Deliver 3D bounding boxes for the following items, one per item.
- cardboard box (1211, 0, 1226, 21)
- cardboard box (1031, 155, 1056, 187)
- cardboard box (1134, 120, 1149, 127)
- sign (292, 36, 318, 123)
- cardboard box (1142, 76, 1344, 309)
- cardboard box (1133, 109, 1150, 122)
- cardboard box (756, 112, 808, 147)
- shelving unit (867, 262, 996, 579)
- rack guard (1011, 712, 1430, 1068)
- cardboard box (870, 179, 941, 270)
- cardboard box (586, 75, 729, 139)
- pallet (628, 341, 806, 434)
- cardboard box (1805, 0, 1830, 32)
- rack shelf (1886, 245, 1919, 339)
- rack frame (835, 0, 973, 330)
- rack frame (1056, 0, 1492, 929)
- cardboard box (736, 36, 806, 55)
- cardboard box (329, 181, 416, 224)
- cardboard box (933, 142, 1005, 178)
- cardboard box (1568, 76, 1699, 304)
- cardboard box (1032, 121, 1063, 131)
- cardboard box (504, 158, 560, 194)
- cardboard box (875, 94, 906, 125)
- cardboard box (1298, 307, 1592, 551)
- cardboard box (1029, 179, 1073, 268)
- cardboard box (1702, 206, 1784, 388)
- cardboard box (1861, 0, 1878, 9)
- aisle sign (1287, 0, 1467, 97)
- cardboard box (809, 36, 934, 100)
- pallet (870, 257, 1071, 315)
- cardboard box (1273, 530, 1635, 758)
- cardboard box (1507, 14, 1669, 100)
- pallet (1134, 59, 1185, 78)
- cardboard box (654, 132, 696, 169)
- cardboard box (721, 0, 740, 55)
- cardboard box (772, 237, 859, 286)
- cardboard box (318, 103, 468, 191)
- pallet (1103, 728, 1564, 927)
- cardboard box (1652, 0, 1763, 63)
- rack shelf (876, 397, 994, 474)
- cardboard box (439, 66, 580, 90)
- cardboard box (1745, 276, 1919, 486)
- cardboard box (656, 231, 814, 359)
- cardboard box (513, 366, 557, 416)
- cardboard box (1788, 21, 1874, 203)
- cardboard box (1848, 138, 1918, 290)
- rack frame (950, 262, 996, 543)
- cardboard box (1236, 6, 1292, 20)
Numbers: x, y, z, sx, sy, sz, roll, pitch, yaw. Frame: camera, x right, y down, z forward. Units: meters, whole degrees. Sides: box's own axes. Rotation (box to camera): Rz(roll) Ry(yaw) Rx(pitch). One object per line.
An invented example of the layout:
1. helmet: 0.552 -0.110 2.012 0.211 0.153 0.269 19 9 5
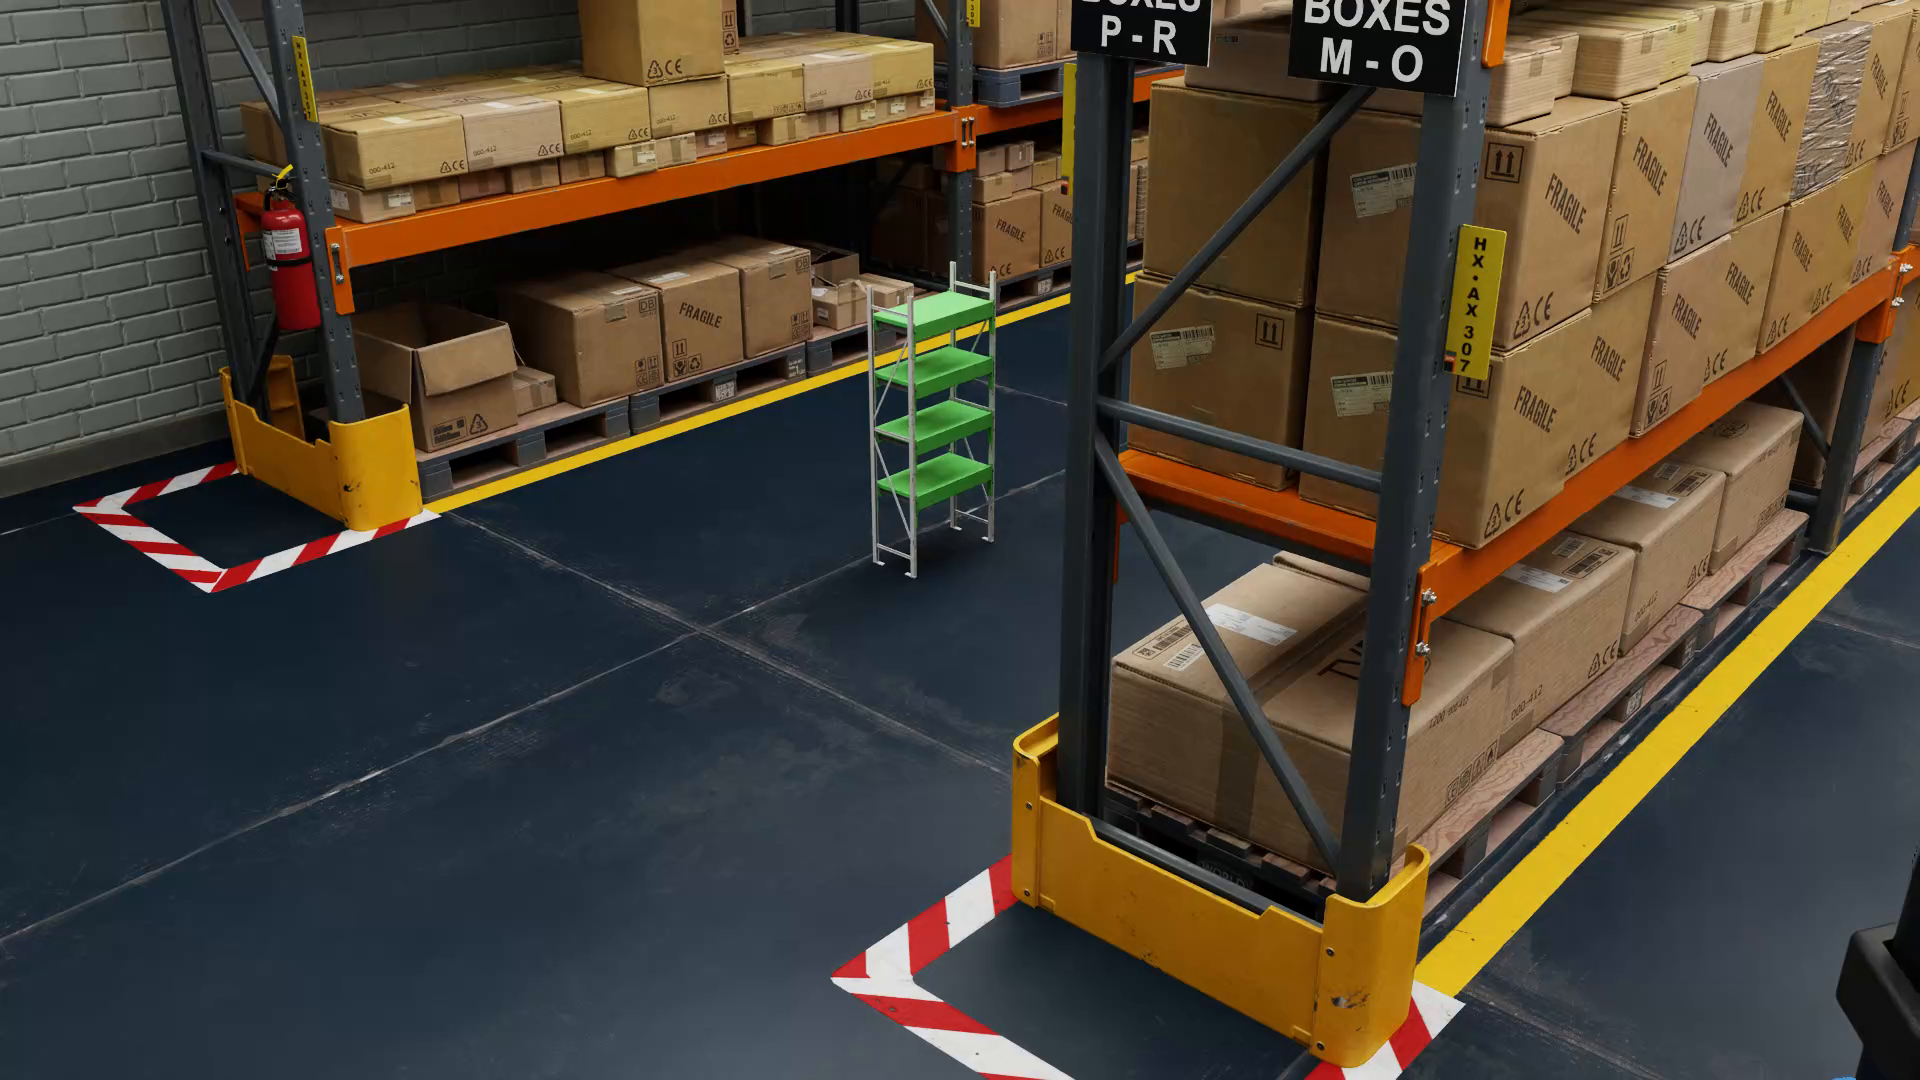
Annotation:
1. cardboard box: 1.379 -3.711 11.221 0.797 0.503 0.637 19 31 36
2. cardboard box: 0.389 -2.372 10.623 0.380 0.149 0.250 18 30 35
3. cardboard box: 1.446 -2.844 11.675 0.380 0.149 0.250 20 31 37
4. sign: -2.604 -1.830 6.606 0.100 0.325 0.005 20 31 38
5. cardboard box: 0.835 -0.942 4.341 0.500 0.500 0.500 21 32 39
6. cardboard box: 1.197 -3.065 12.168 0.380 0.149 0.250 18 30 35
7. cardboard box: -1.021 -2.192 8.779 0.380 0.149 0.250 20 31 37
8. shelving unit: -0.110 -0.497 6.892 0.258 1.200 0.503 20 31 38
9. rack guard: 0.675 0.919 4.589 1.175 0.500 0.348 20 31 38
10. cardboard box: -0.231 -2.083 10.771 0.500 0.500 0.500 20 31 37
11. cardboard box: -1.507 -2.185 8.278 0.500 0.250 0.500 19 30 36
12. pallet: -1.612 -0.947 9.104 1.003 0.211 1.213 20 31 38
13. cardboard box: 2.492 -1.692 5.221 0.380 0.149 0.250 19 31 36
14. rack shelf: 4.695 -1.728 8.318 1.077 0.370 4.000 20 31 38
15. rack frame: -0.338 -2.802 9.832 1.000 3.000 0.127 20 31 38
16. rack frame: 0.691 -0.229 4.094 1.000 3.000 0.127 20 31 38
17. cardboard box: -1.200 -2.637 9.285 0.500 0.250 0.500 20 31 37
18. cardboard box: -2.584 -1.493 7.222 0.380 0.149 0.250 20 31 37
19. cardboard box: 0.054 -2.337 10.183 0.380 0.149 0.250 19 31 37
20. cardboard box: 1.563 -0.958 4.377 0.500 0.500 0.500 19 30 36
21. cardboard box: 0.716 -2.814 11.609 0.380 0.149 0.250 19 30 36
22. cardboard box: -2.085 -1.733 7.757 0.380 0.149 0.250 21 32 39
23. cardboard box: -0.521 -2.436 9.323 0.380 0.149 0.250 21 32 39
24. cardboard box: 1.225 -0.342 4.224 0.500 0.500 0.500 20 31 37
25. cardboard box: 0.500 -2.103 10.817 0.500 0.500 0.500 20 31 37
26. cardboard box: 2.217 -0.811 5.270 0.500 0.500 0.500 21 32 39
27. cardboard box: 2.961 -1.940 5.774 0.380 0.149 0.250 20 31 38
28. aisle sign: 0.859 -1.314 3.336 0.394 0.787 0.004 20 31 38
29. cardboard box: -0.497 -2.647 9.307 0.500 0.250 0.500 21 32 39
30. pallet: 0.176 -1.787 10.978 1.003 0.211 1.213 20 31 38
31. cardboard box: 1.661 0.239 5.668 0.875 0.438 0.875 21 32 39
32. cardboard box: 1.515 -1.206 4.137 0.380 0.149 0.250 21 32 39
33. pallet: 1.037 -3.339 11.265 1.003 0.211 1.213 20 31 38
34. cardboard box: -1.527 -1.958 8.258 0.380 0.149 0.250 21 32 39
35. cardboard box: -1.531 -2.830 8.799 0.500 0.500 0.500 19 30 36
36. cardboard box: -0.955 -1.630 9.991 0.500 0.311 0.500 22 32 39
37. cardboard box: -2.505 -1.715 7.228 0.500 0.250 0.500 20 31 38
38. pallet: 1.166 0.779 5.255 1.003 0.211 1.213 20 31 38
39. cardboard box: 2.011 -1.450 4.681 0.380 0.149 0.250 20 31 38
40. rack shelf: -0.110 -0.439 6.918 0.258 0.148 0.480 20 31 38
41. cardboard box: -2.220 -2.169 8.241 0.500 0.250 0.500 21 32 39
42. cardboard box: 3.715 -0.880 7.630 0.875 0.875 0.875 21 32 39
43. cardboard box: -1.237 -1.360 9.160 0.700 0.500 0.500 19 30 36
44. cardboard box: -2.217 -0.753 8.234 0.380 0.149 0.250 19 30 36
45. cardboard box: 2.574 -1.420 5.406 0.500 0.500 0.500 21 31 38
46. cardboard box: 3.241 -1.282 6.320 0.500 0.500 0.500 20 31 38
47. rack frame: 0.052 -0.571 7.058 0.240 1.200 0.015 20 31 38
48. cardboard box: 0.933 -1.274 4.289 0.380 0.149 0.250 21 31 38
